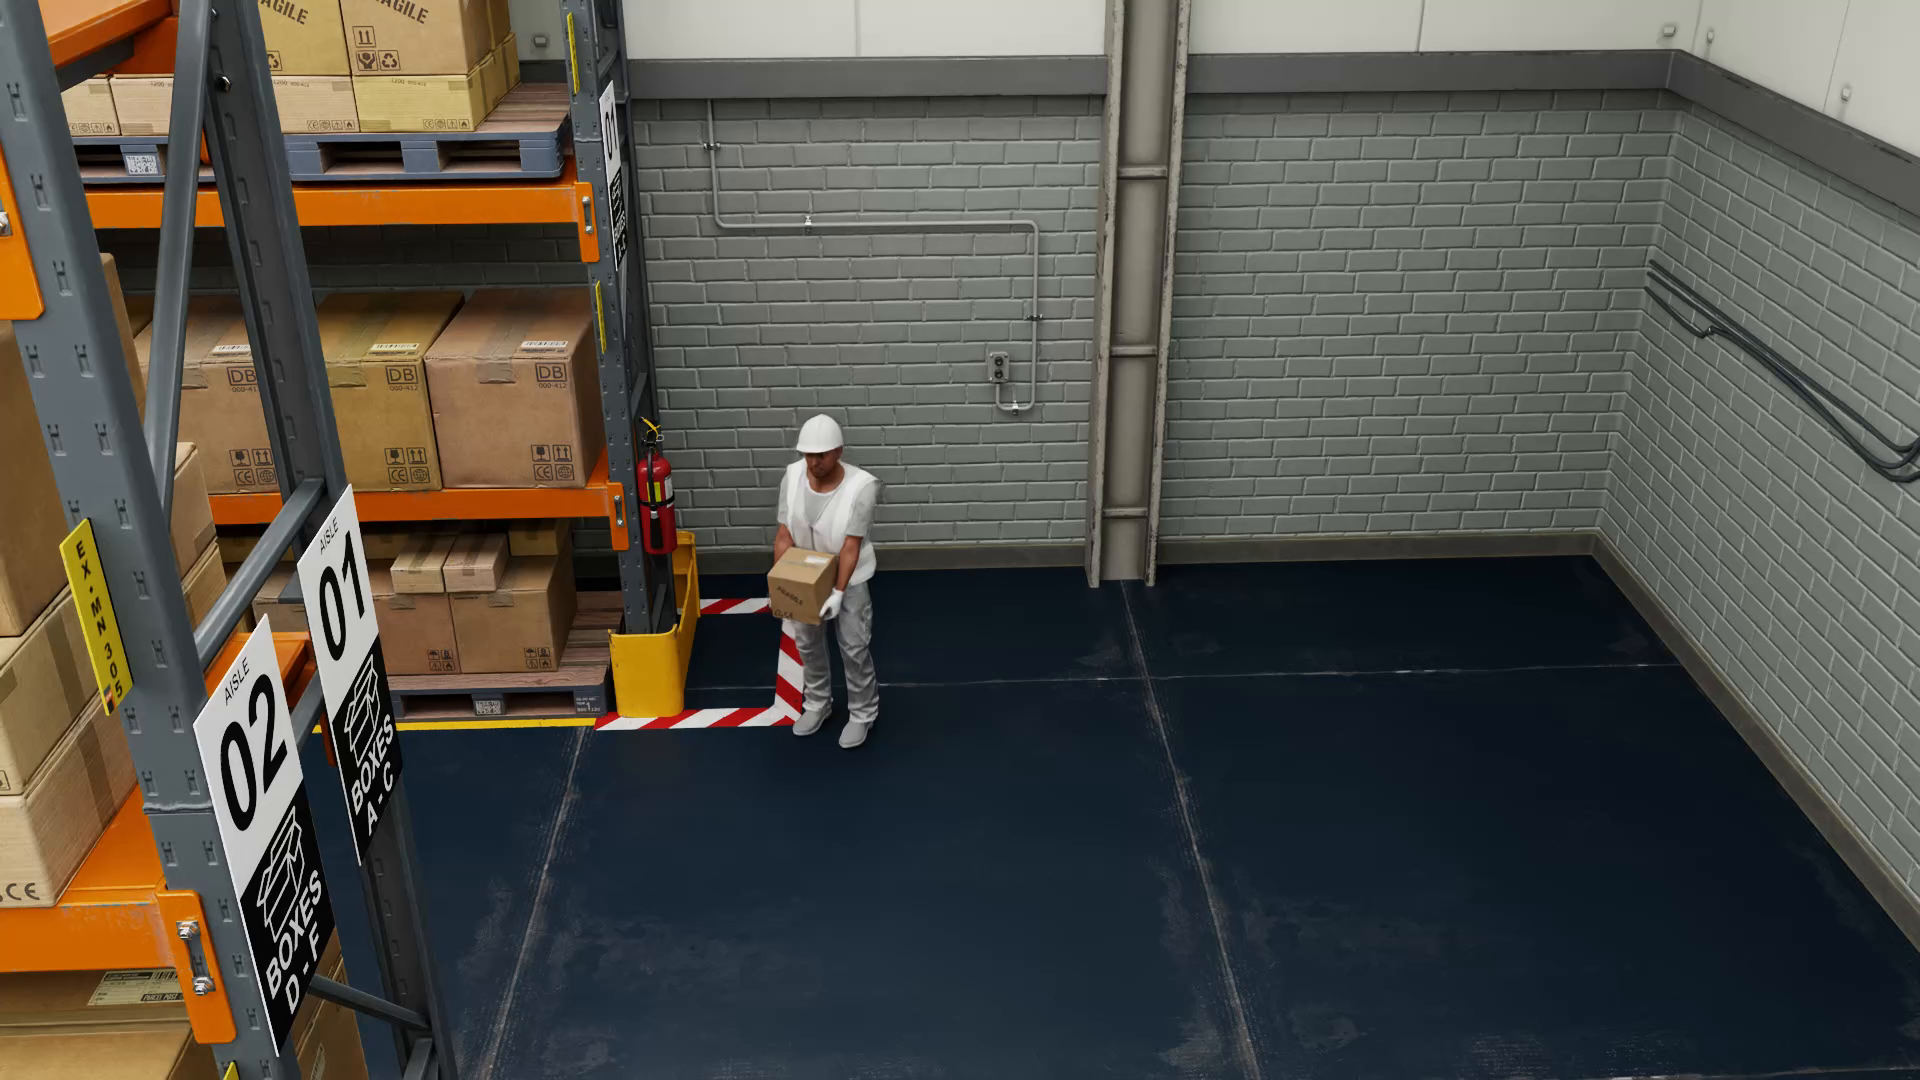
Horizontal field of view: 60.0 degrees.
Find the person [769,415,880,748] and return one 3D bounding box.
[{"bbox_3d":[-0.664,0.225,8.169,0.490,1.776,0.595,11,29,21],"label":"person"}]
